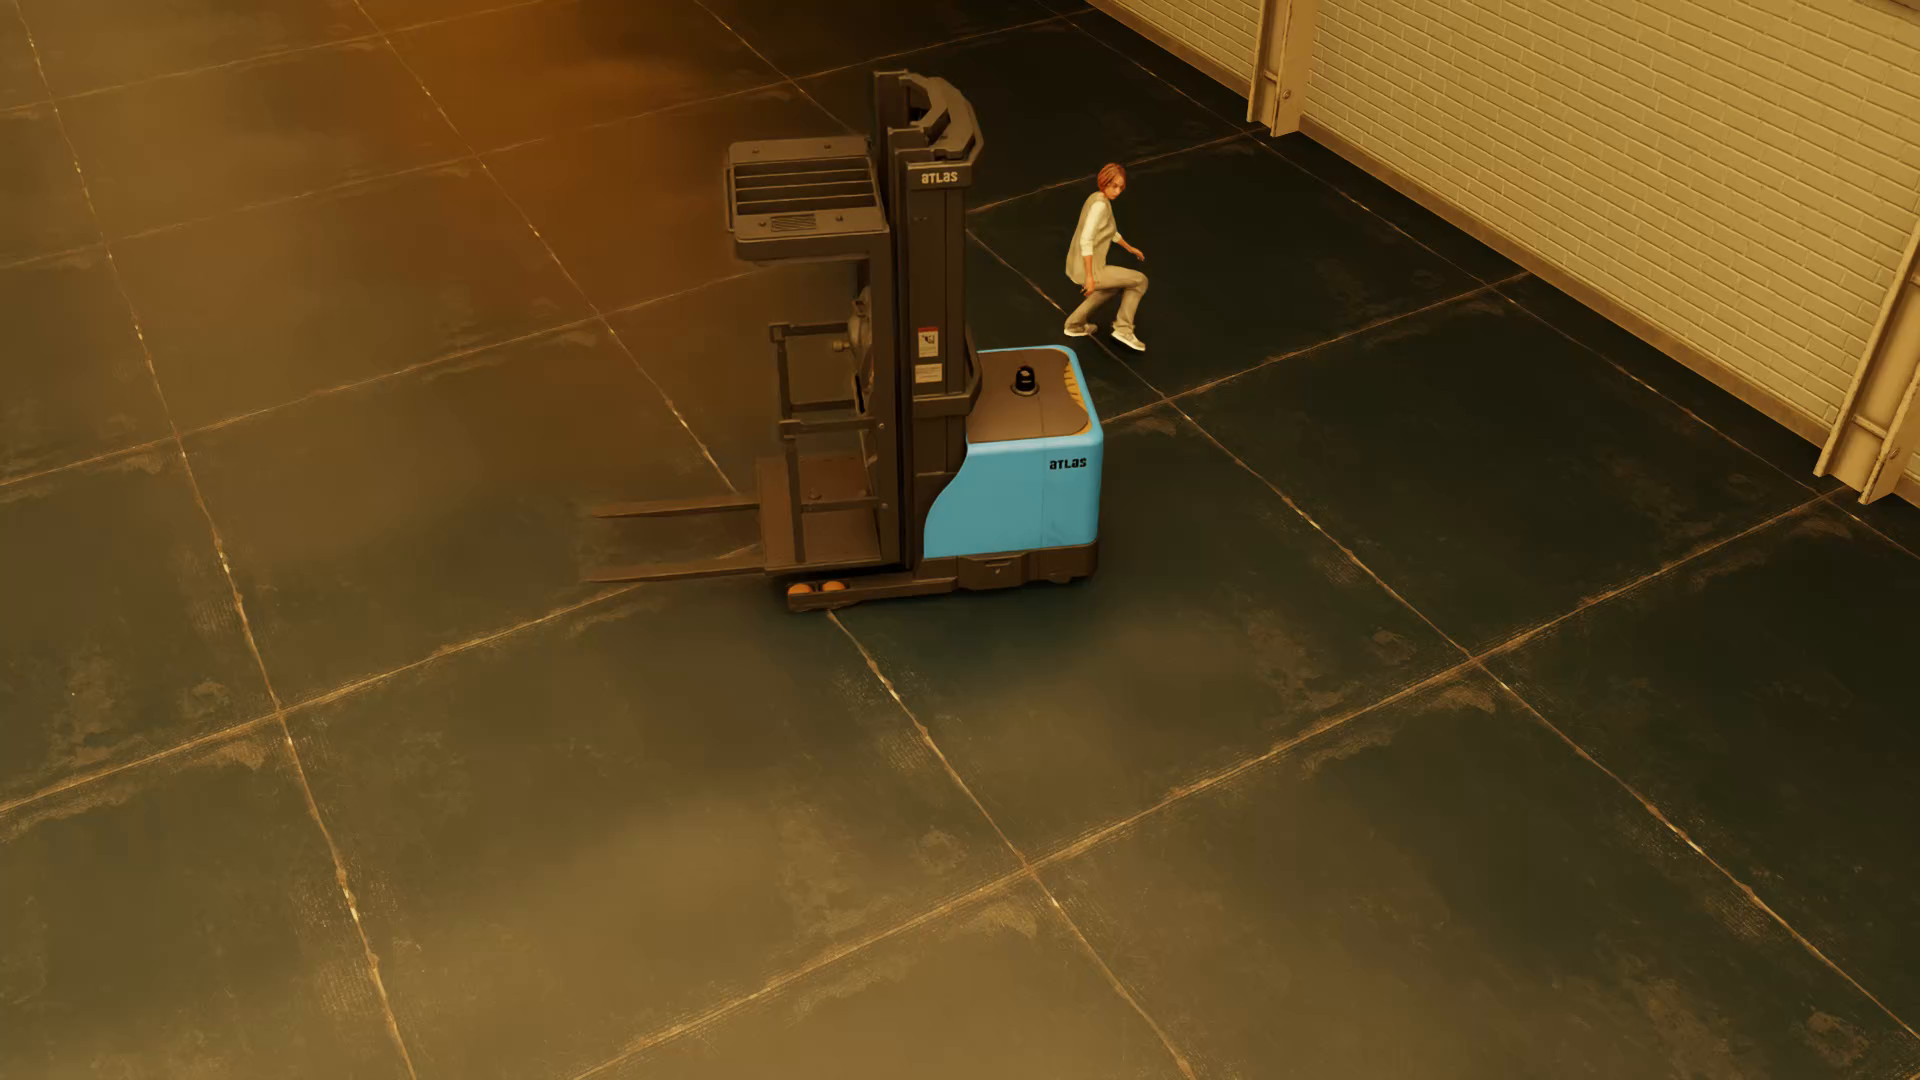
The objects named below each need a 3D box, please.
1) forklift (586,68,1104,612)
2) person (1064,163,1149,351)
[{"bbox_3d":[-0.728,-1.064,9.319,3.031,2.935,1.130,-5,40,-6],"label":"forklift"},{"bbox_3d":[1.048,-1.929,11.601,0.636,1.390,0.649,-9,40,-11],"label":"person"}]
